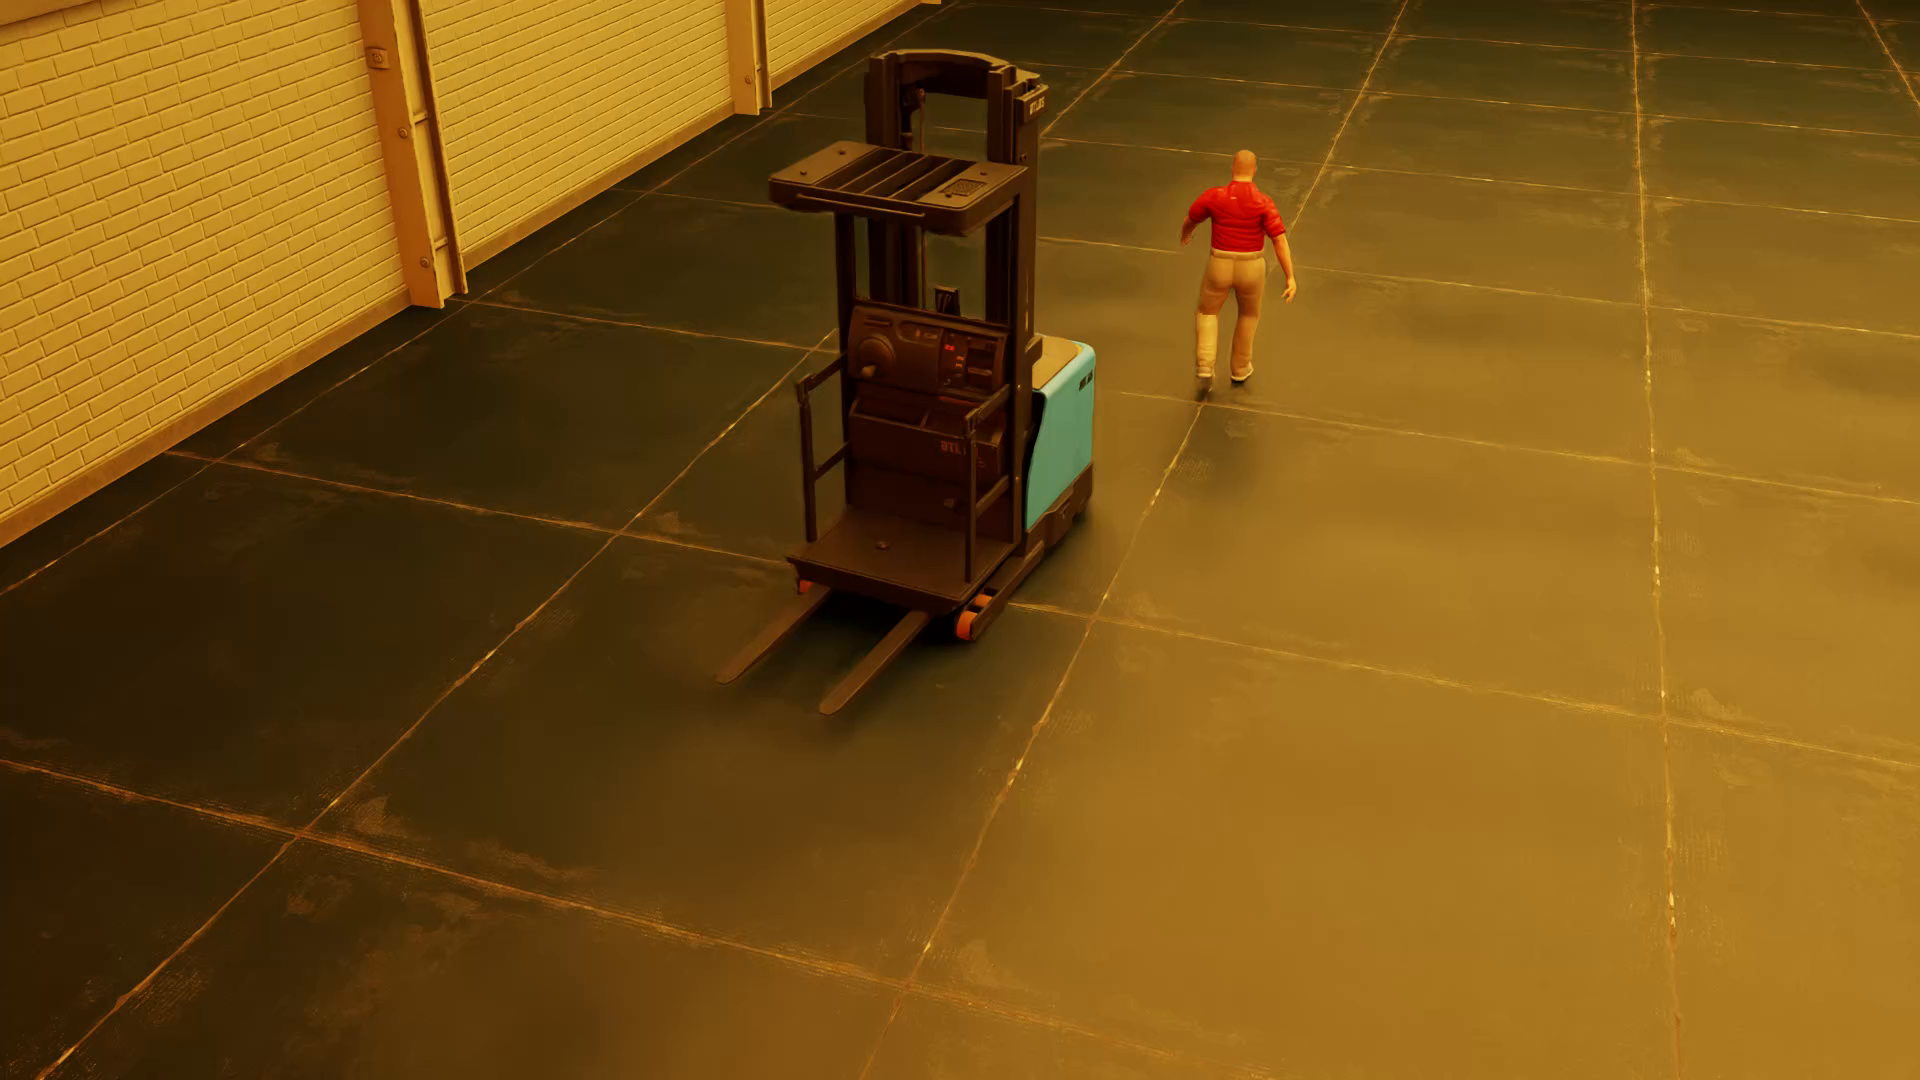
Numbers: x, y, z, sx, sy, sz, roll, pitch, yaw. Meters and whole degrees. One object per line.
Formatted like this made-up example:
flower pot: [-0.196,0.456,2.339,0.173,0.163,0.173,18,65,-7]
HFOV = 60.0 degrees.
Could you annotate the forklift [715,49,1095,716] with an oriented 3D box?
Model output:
forklift: [-0.275,-0.967,8.832,1.130,2.935,3.031,14,32,22]

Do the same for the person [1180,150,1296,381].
person: [1.946,-1.903,11.717,0.870,1.710,0.680,7,30,12]
